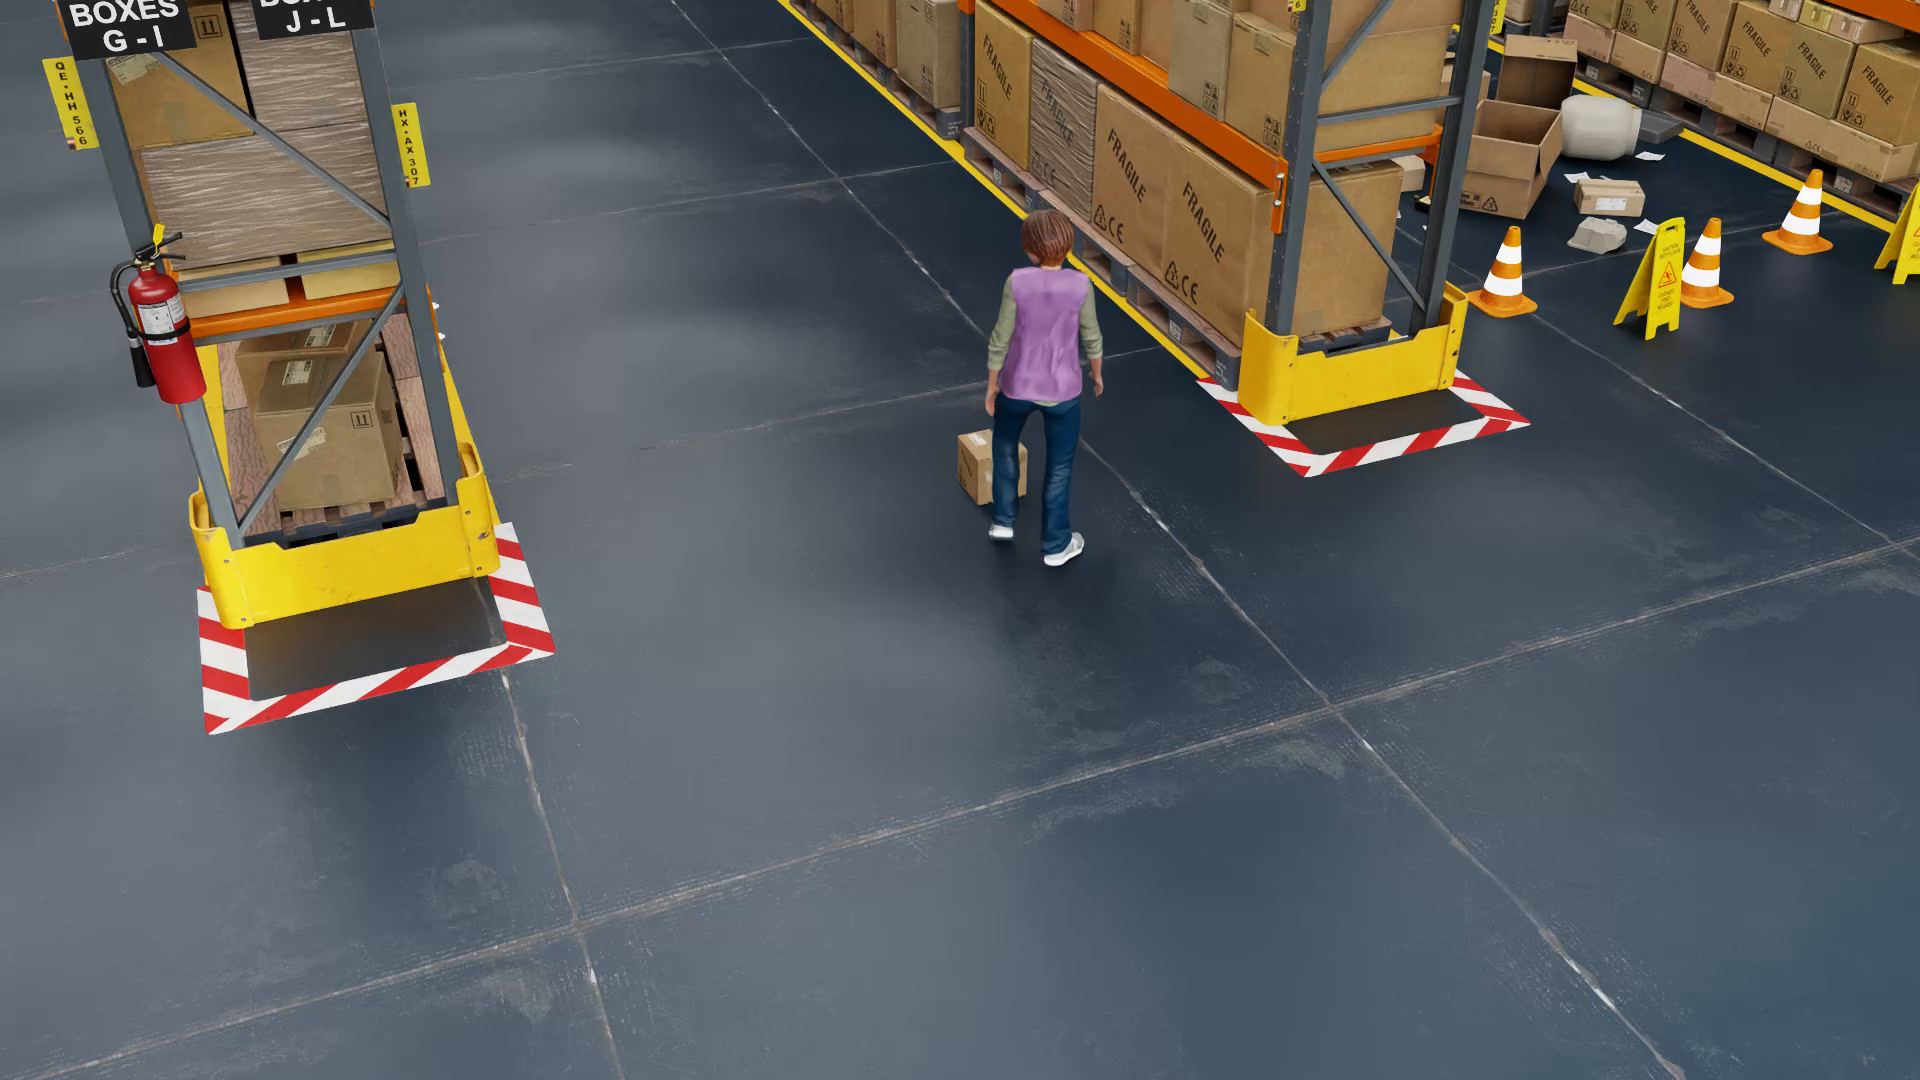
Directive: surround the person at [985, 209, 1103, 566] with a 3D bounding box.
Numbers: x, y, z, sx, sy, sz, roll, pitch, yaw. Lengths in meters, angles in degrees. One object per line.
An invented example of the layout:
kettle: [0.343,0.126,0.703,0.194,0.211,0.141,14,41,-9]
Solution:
person: [0.356,-0.618,7.084,0.483,1.630,0.416,5,34,8]
